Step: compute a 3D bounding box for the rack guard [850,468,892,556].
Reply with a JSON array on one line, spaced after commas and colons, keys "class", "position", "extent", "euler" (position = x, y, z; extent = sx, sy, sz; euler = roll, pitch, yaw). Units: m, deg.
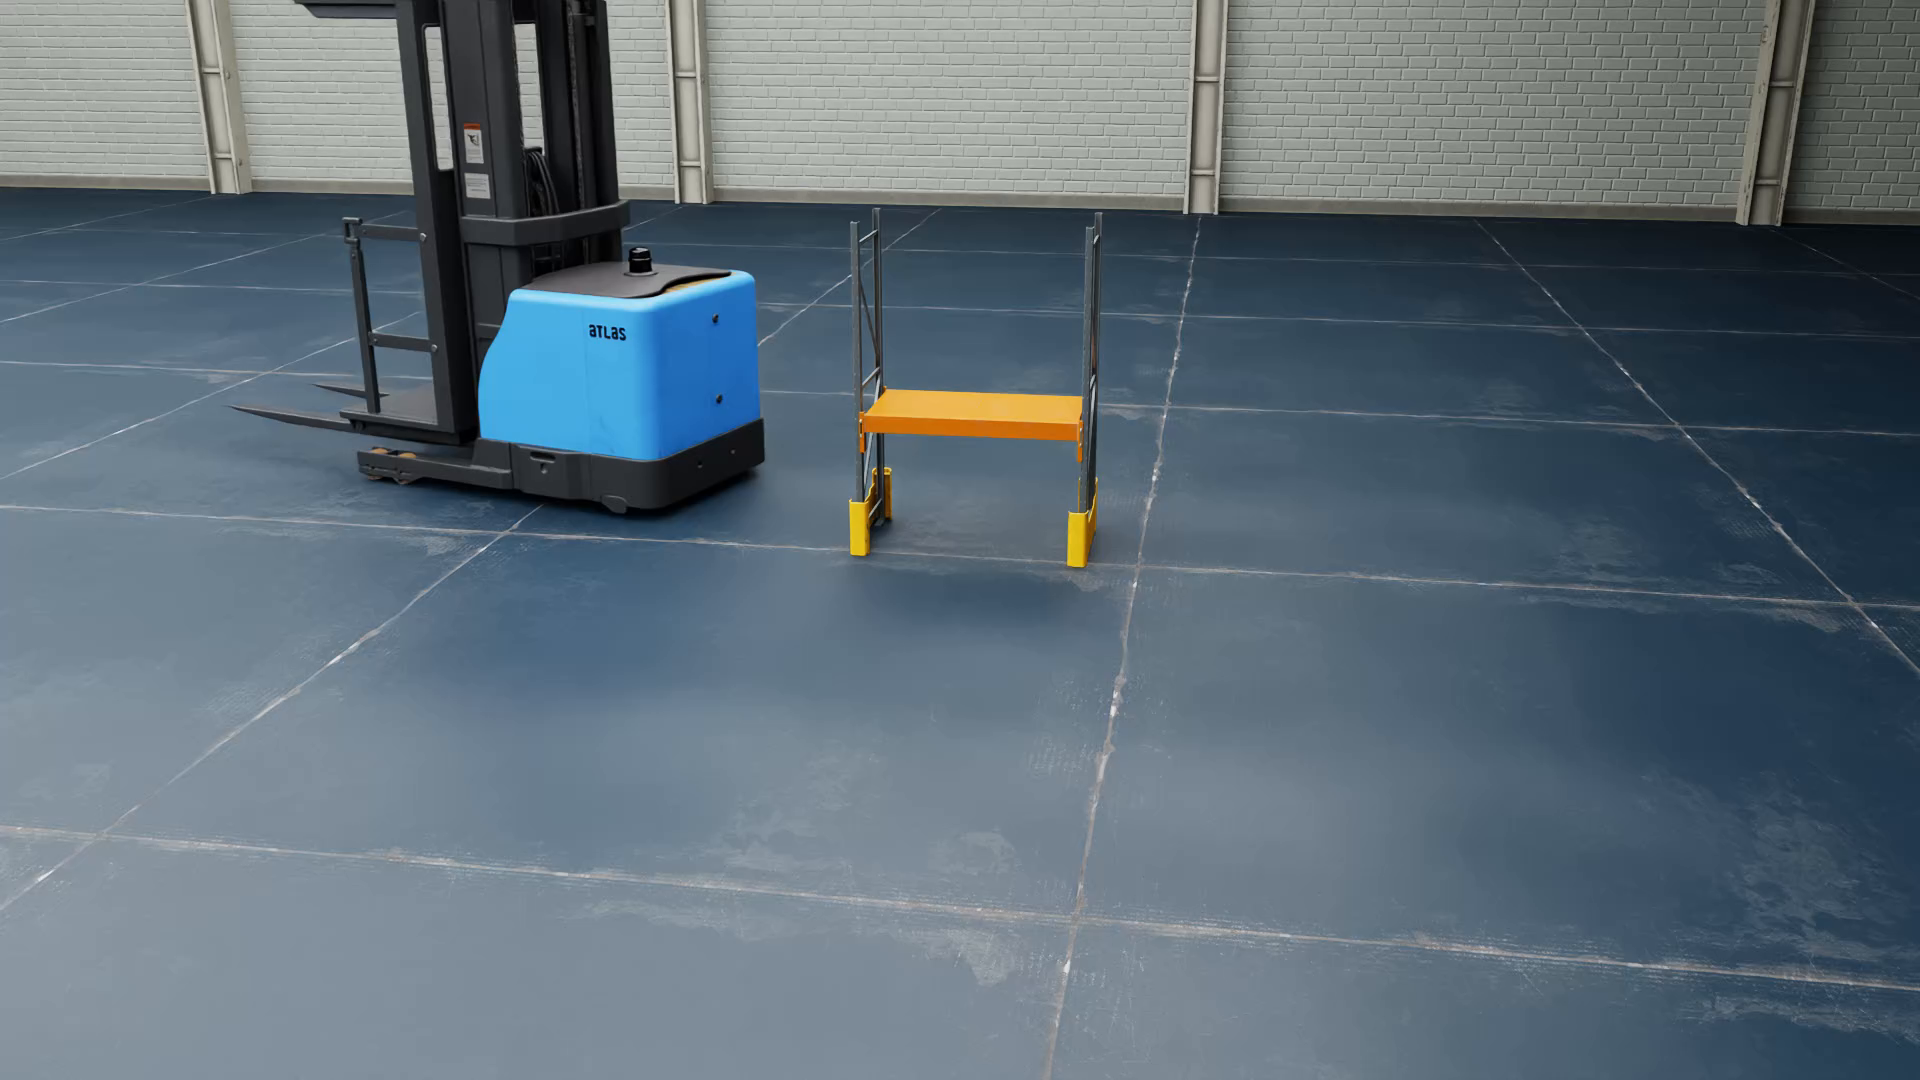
[{"class": "rack guard", "position": [-0.416, -0.140, 7.827], "extent": [0.087, 0.250, 0.587], "euler": [3, 19, 9]}]

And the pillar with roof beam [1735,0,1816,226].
[{"class": "pillar with roof beam", "position": [7.994, -6.359, 12.627], "extent": [0.400, 9.000, 9.100], "euler": [3, 19, 9]}]

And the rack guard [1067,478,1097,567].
[{"class": "rack guard", "position": [0.567, -0.090, 7.677], "extent": [0.087, 0.250, 0.587], "euler": [3, 19, 9]}]

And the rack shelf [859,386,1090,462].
[{"class": "rack shelf", "position": [0.084, -0.536, 7.609], "extent": [1.000, 0.185, 0.538], "euler": [3, 19, 9]}]

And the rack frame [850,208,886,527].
[{"class": "rack frame", "position": [-0.418, -0.733, 7.629], "extent": [0.032, 1.500, 0.500], "euler": [3, 19, 9]}]

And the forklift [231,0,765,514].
[{"class": "forklift", "position": [-2.593, -1.817, 8.615], "extent": [3.031, 2.935, 1.130], "euler": [9, 20, 24]}]

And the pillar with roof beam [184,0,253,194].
[{"class": "pillar with roof beam", "position": [-9.778, -7.265, 15.334], "extent": [0.400, 9.000, 9.100], "euler": [3, 19, 9]}]

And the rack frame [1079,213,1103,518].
[{"class": "rack frame", "position": [0.586, -0.681, 7.476], "extent": [0.032, 1.500, 0.500], "euler": [3, 19, 9]}]

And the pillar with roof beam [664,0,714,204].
[{"class": "pillar with roof beam", "position": [-3.854, -6.963, 14.432], "extent": [0.400, 9.000, 9.100], "euler": [3, 19, 9]}]

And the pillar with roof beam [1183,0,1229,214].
[{"class": "pillar with roof beam", "position": [2.070, -6.661, 13.529], "extent": [0.400, 9.000, 9.100], "euler": [3, 19, 9]}]

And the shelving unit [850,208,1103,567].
[{"class": "shelving unit", "position": [0.075, -0.707, 7.554], "extent": [1.083, 1.500, 0.587], "euler": [3, 19, 9]}]
